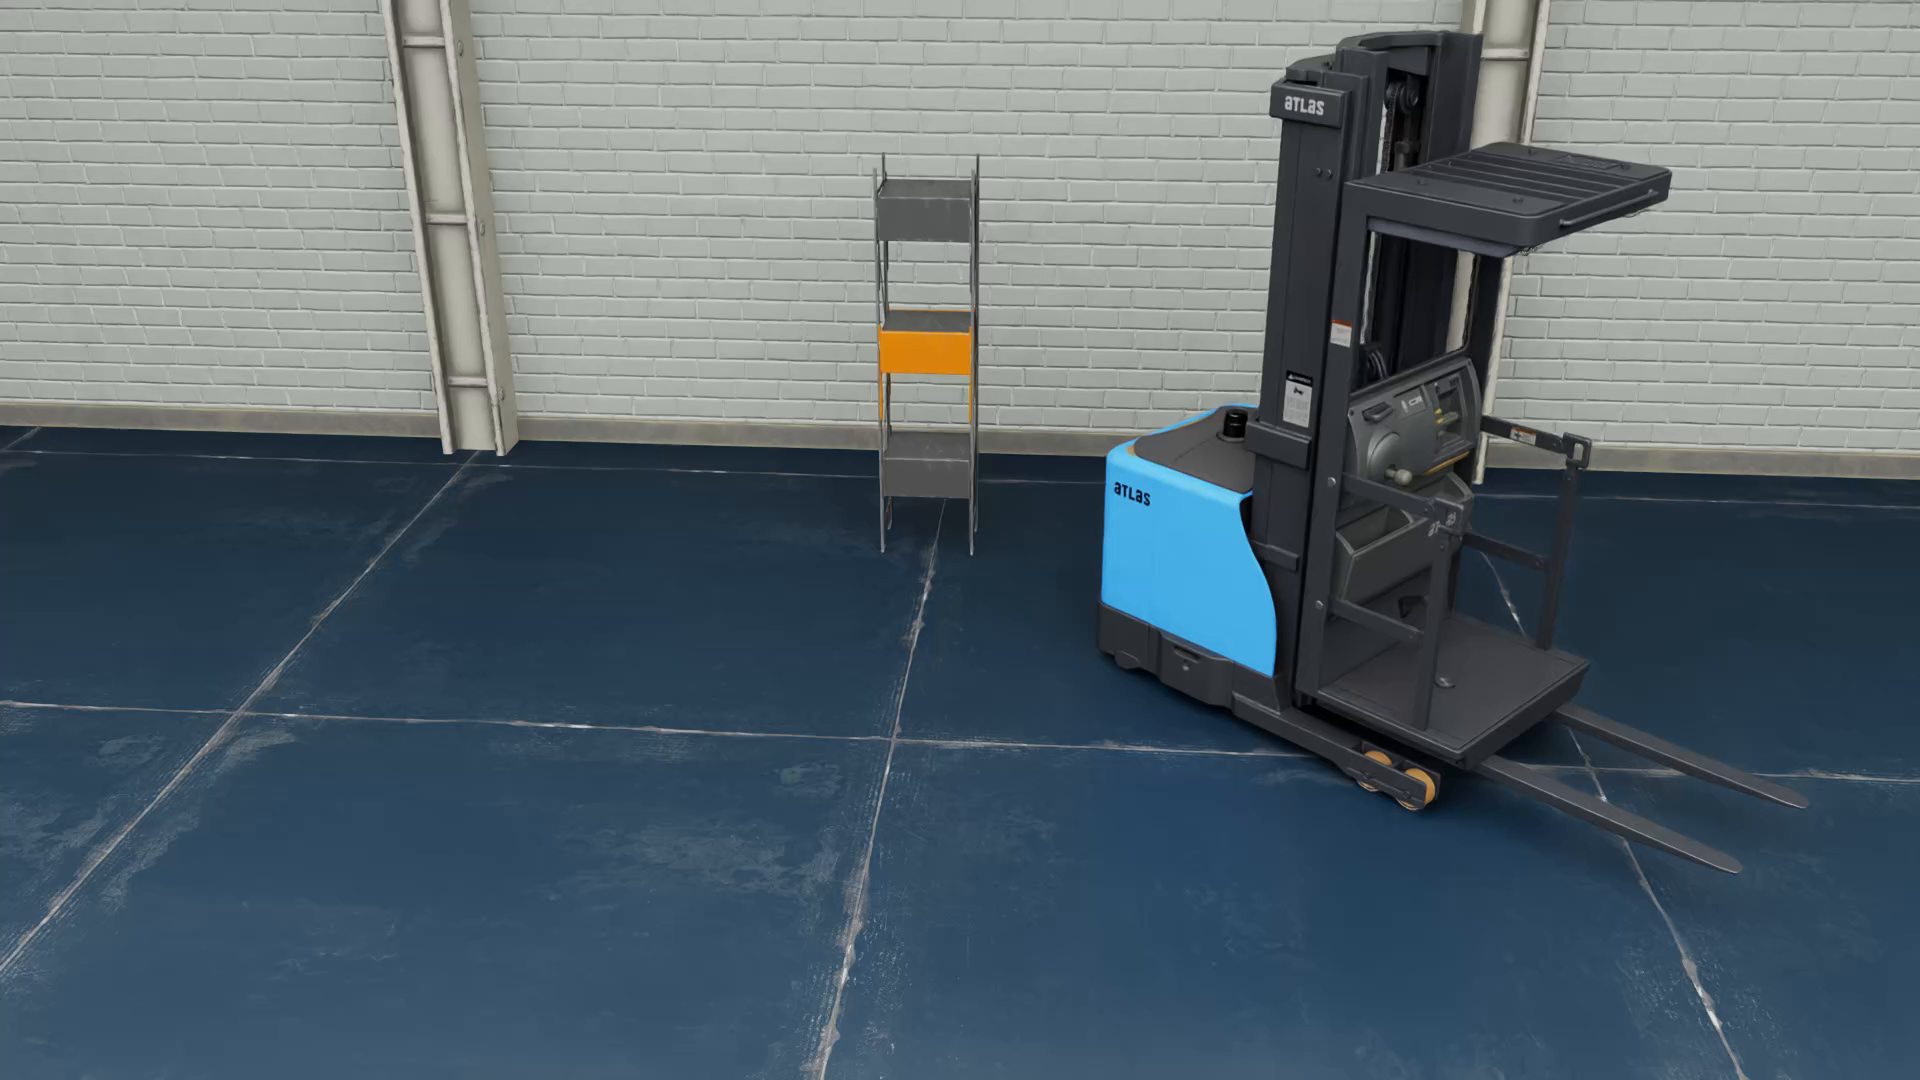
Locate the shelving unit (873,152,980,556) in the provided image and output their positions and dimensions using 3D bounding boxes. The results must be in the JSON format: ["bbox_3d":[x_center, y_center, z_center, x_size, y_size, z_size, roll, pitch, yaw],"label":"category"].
[{"bbox_3d":[-0.165,-0.959,8.823,0.503,2.100,0.431,2,25,4],"label":"shelving unit"}]

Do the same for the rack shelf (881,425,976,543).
[{"bbox_3d":[-0.165,-0.311,9.121,0.480,0.518,0.431,2,25,4],"label":"rack shelf"}]

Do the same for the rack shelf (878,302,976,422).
[{"bbox_3d":[-0.165,-0.947,8.828,0.480,0.518,0.431,2,25,4],"label":"rack shelf"}]

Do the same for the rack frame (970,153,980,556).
[{"bbox_3d":[0.078,-0.951,8.806,0.015,2.100,0.400,2,25,4],"label":"rack frame"}]

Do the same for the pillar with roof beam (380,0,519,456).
[{"bbox_3d":[-3.360,-2.891,4.767,0.400,9.000,9.100,2,25,4],"label":"pillar with roof beam"}]

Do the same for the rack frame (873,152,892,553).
[{"bbox_3d":[-0.408,-0.967,8.840,0.015,2.100,0.400,2,25,4],"label":"rack frame"}]

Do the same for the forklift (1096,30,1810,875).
[{"bbox_3d":[2.034,-0.464,6.753,1.130,2.935,3.031,-22,32,-39],"label":"forklift"}]

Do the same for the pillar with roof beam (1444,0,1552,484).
[{"bbox_3d":[2.622,-2.699,4.350,0.400,9.000,9.100,2,25,4],"label":"pillar with roof beam"}]

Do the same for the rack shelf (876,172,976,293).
[{"bbox_3d":[-0.165,-1.583,8.536,0.480,0.518,0.431,2,25,4],"label":"rack shelf"}]
